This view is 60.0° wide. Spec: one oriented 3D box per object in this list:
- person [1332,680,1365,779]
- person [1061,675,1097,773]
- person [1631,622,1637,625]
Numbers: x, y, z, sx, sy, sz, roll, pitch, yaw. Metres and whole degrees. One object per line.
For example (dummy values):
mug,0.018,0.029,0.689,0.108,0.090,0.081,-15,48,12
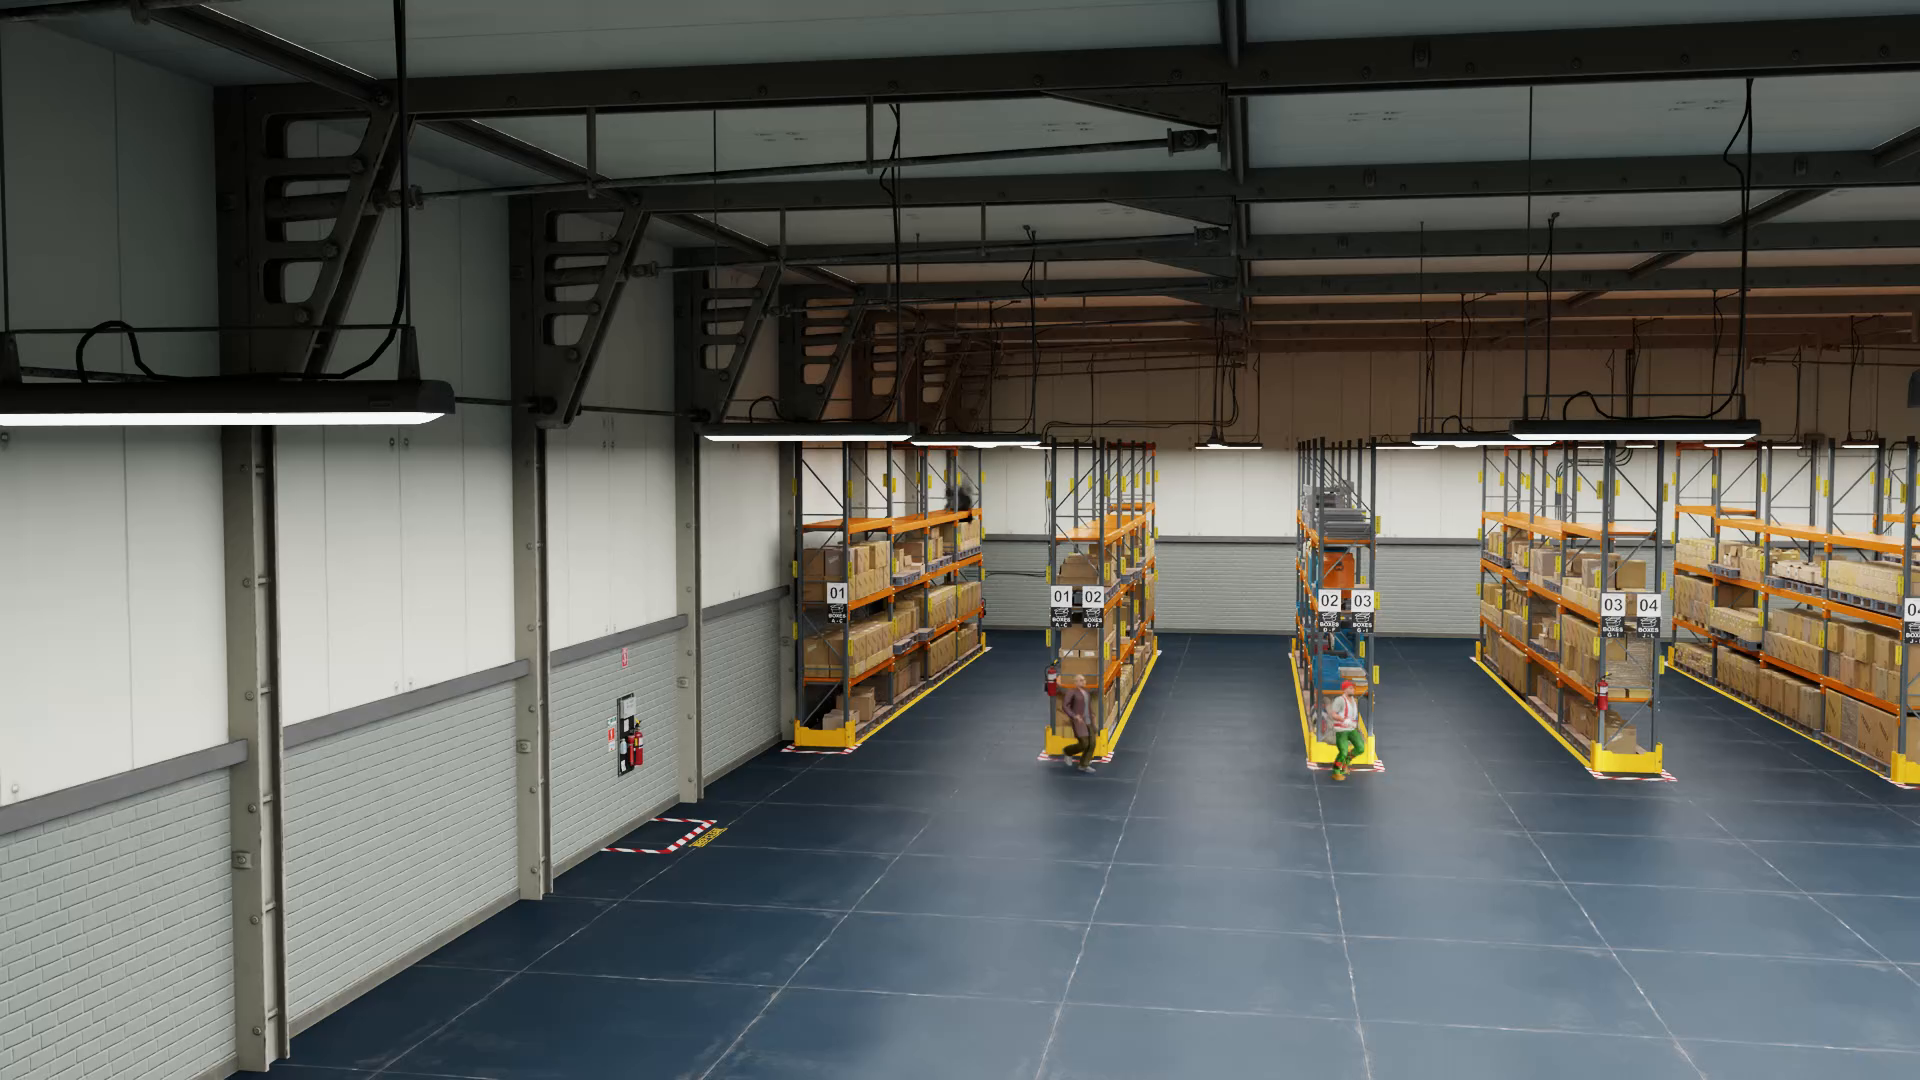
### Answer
person,6.772,3.318,29.018,0.679,1.737,0.625,-2,4,-35
person,2.143,3.284,29.832,0.728,1.735,0.679,-3,4,-44
person,17.690,2.578,44.267,0.596,1.597,0.515,2,3,28
